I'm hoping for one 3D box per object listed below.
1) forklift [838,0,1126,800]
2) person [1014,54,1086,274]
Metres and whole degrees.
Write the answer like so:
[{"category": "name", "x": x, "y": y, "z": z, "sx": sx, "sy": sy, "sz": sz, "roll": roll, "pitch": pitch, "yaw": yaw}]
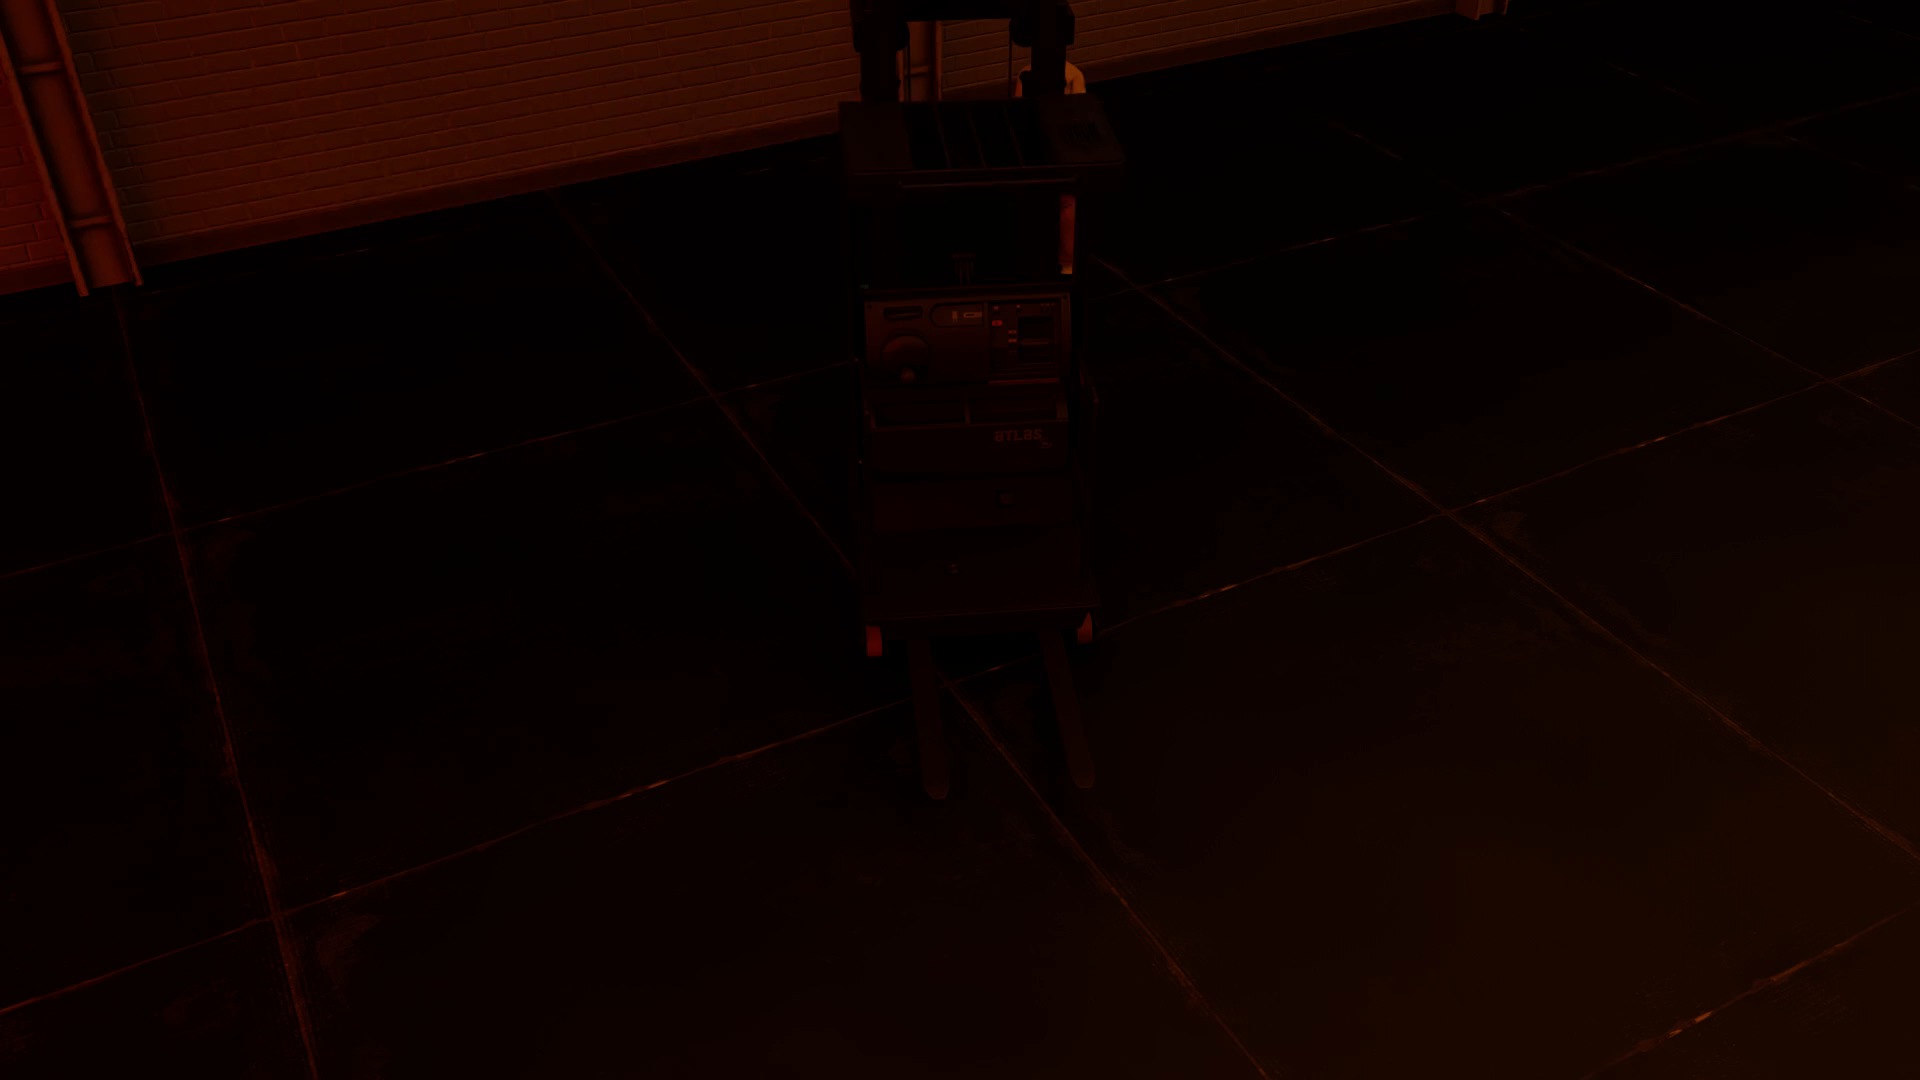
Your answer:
[{"category": "forklift", "x": 0.061, "y": -0.846, "z": 7.320, "sx": 1.130, "sy": 2.935, "sz": 3.031, "roll": -3, "pitch": 35, "yaw": -5}, {"category": "person", "x": 0.588, "y": -2.545, "z": 10.815, "sx": 0.499, "sy": 1.672, "sz": 0.363, "roll": 6, "pitch": 36, "yaw": 8}]
